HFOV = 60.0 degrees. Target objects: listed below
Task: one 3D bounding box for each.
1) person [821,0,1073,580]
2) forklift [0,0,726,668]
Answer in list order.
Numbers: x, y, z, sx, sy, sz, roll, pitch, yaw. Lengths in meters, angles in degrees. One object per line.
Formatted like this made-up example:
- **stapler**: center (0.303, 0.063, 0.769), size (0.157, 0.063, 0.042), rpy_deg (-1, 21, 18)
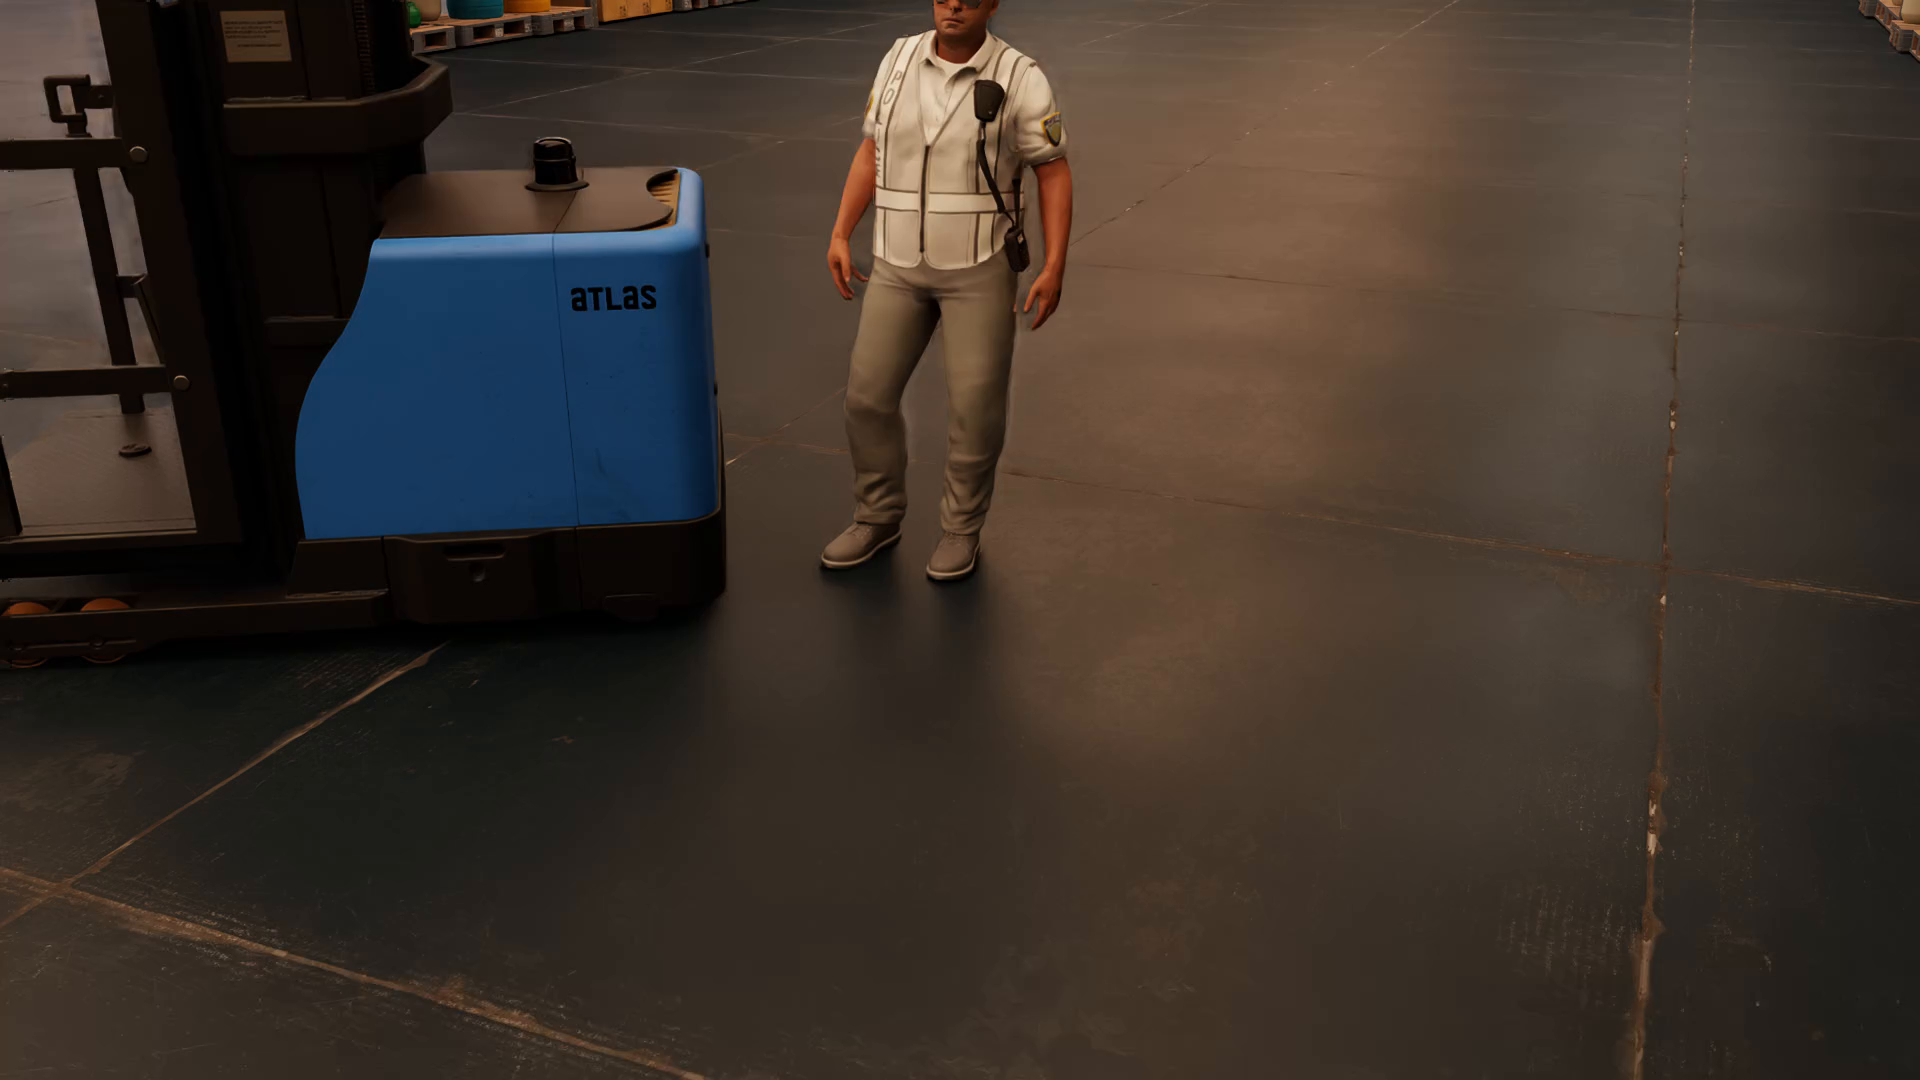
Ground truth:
- **person**: center (-0.055, -0.772, 4.666), size (0.691, 1.757, 0.484), rpy_deg (8, 24, 18)
- **forklift**: center (-2.204, -1.238, 4.253), size (3.031, 2.935, 1.130), rpy_deg (-3, 23, -7)
